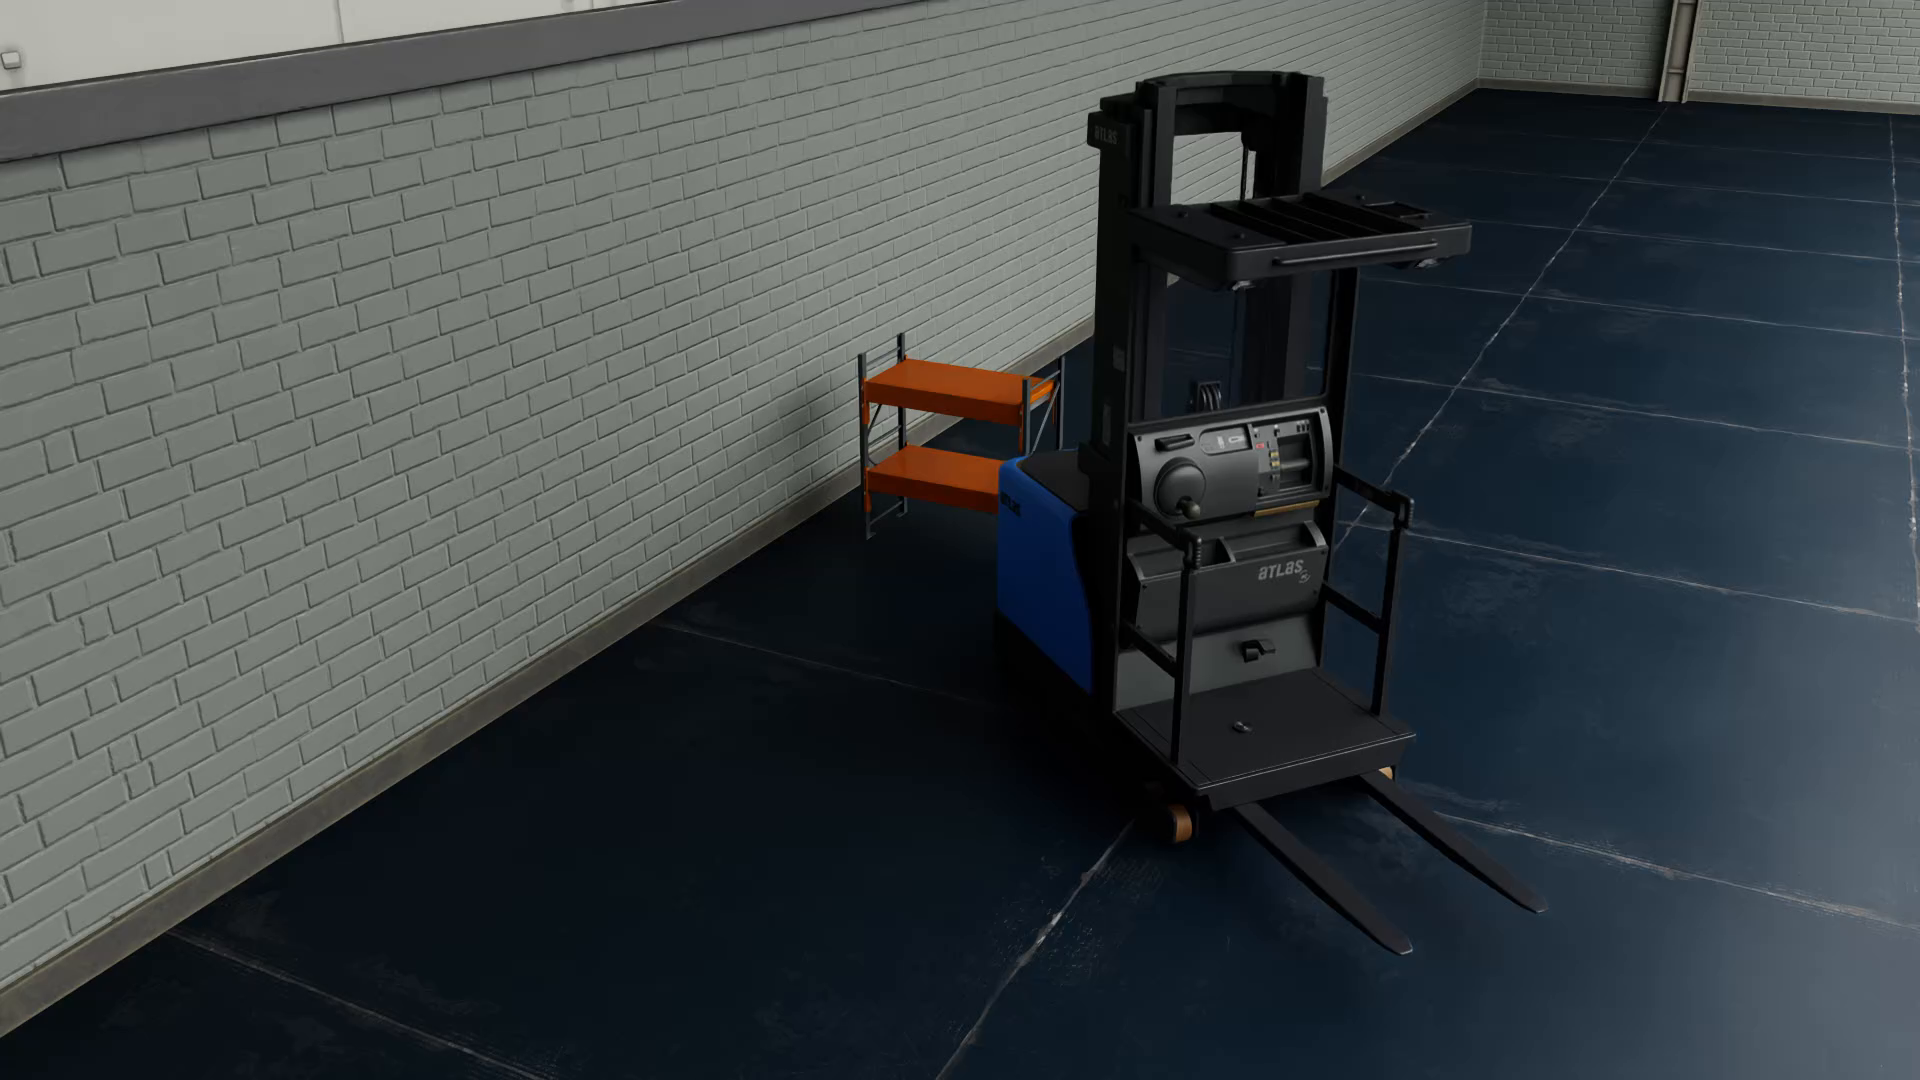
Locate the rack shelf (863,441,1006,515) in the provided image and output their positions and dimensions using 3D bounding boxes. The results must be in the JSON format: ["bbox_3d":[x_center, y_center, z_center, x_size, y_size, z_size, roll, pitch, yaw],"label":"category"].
[{"bbox_3d":[0.006,-0.291,9.623,1.000,0.278,0.538,11,25,25],"label":"rack shelf"}]

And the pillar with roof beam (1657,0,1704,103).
[{"bbox_3d":[9.075,-9.431,20.428,0.400,9.000,9.100,11,25,25],"label":"pillar with roof beam"}]

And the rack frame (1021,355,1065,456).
[{"bbox_3d":[0.460,-0.427,9.316,0.032,1.125,0.500,11,25,25],"label":"rack frame"}]

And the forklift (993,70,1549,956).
[{"bbox_3d":[1.224,-0.295,6.698,1.130,2.935,3.031,-10,25,-22],"label":"forklift"}]

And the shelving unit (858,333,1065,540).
[{"bbox_3d":[0.006,-0.516,9.527,1.048,1.125,0.538,11,25,25],"label":"shelving unit"}]

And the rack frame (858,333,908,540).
[{"bbox_3d":[-0.448,-0.606,9.738,0.032,1.125,0.500,11,25,25],"label":"rack frame"}]

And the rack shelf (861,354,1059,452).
[{"bbox_3d":[0.006,-0.786,9.413,1.000,0.278,0.538,11,25,25],"label":"rack shelf"}]
